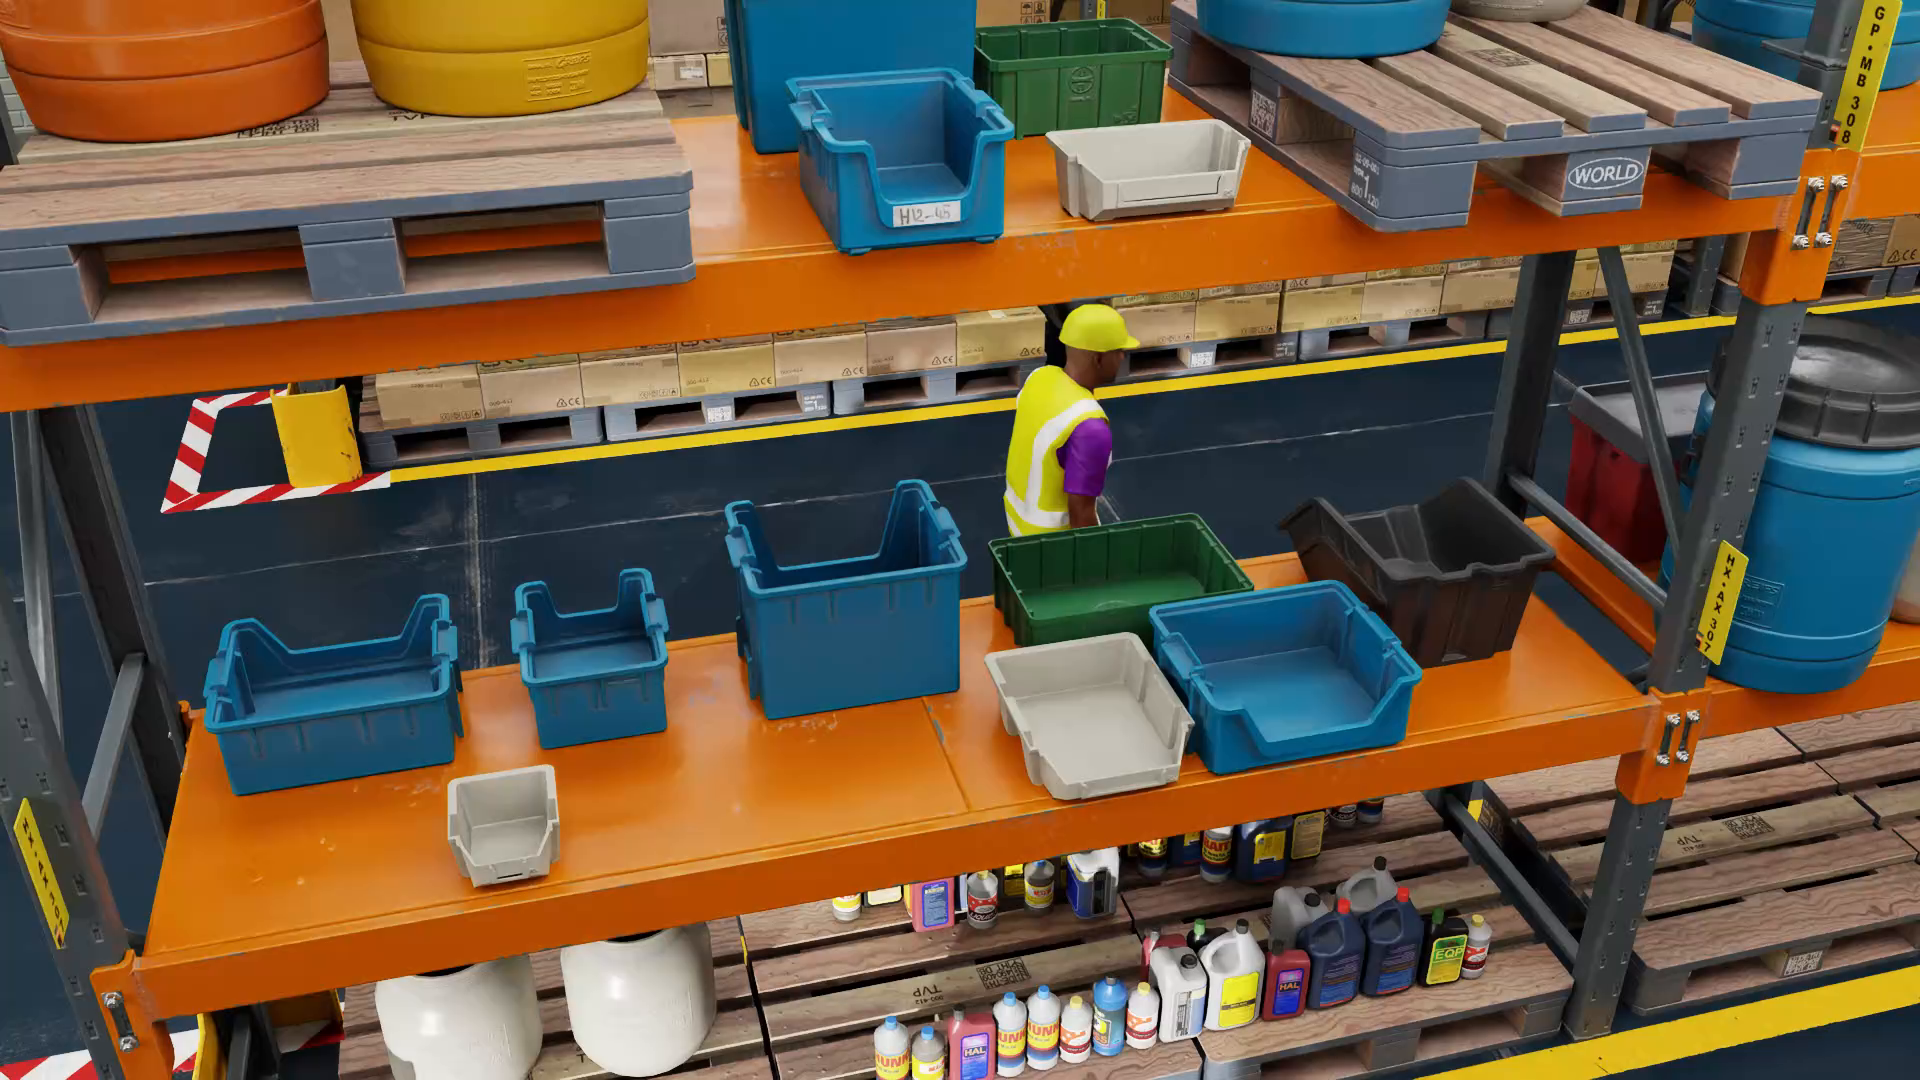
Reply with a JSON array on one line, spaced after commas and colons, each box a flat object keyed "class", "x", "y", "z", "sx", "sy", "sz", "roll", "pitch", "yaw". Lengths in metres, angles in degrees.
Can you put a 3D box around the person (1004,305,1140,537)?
[{"class": "person", "x": 0.412, "y": -0.031, "z": 6.164, "sx": 0.463, "sy": 1.760, "sz": 0.631, "roll": -8, "pitch": 31, "yaw": -13}]
